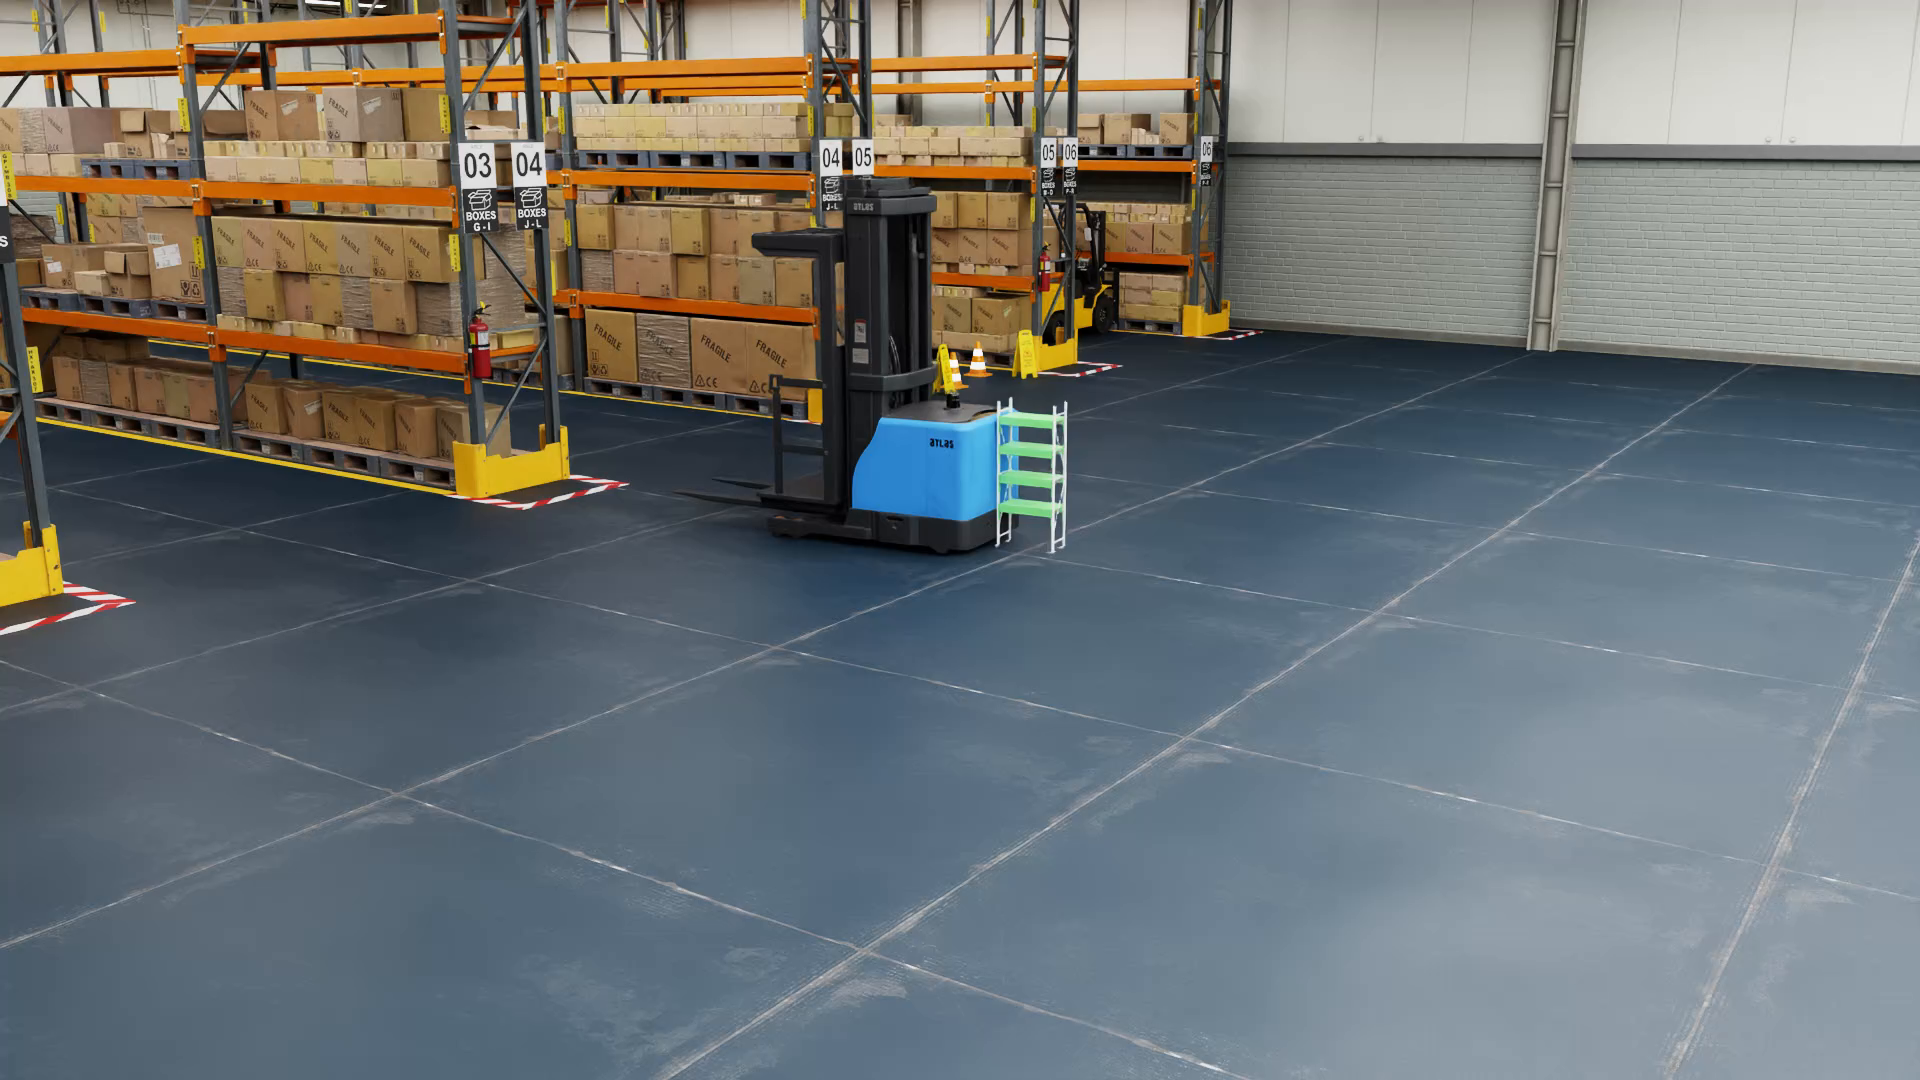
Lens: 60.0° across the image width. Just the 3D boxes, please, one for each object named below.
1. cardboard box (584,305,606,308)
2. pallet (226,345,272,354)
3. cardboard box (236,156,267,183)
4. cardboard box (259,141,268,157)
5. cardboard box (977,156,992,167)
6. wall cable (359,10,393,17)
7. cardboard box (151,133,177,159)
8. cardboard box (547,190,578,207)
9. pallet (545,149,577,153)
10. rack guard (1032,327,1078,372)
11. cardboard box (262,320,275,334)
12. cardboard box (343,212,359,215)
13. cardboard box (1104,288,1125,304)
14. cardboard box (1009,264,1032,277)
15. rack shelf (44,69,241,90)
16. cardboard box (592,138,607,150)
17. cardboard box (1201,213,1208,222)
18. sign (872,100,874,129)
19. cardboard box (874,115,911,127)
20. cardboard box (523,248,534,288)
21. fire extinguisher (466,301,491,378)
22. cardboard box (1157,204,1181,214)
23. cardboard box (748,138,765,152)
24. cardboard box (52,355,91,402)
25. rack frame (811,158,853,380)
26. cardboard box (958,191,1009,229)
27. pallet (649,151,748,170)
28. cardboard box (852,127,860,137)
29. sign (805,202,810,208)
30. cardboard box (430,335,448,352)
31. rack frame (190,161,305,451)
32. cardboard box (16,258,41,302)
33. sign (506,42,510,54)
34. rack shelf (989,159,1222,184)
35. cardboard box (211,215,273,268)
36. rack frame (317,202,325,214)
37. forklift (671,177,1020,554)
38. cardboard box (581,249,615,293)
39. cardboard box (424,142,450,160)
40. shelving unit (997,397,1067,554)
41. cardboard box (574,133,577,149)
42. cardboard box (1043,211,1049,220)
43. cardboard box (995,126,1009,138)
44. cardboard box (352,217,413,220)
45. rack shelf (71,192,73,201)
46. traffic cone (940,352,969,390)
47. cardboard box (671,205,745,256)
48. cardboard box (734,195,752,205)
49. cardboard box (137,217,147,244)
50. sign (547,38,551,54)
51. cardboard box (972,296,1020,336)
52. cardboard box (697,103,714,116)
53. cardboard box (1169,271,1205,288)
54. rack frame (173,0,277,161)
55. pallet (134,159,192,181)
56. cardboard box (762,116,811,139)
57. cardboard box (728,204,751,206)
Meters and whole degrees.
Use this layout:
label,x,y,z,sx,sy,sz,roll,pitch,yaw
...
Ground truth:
label,x,y,z,sx,sy,sz,roll,pitch,yaw
cardboard box,-5.836,-4.296,28.483,0.875,0.875,0.875,9,17,32
pallet,-10.661,-3.092,25.876,1.213,0.211,1.003,9,17,33
cardboard box,-6.849,-3.704,16.613,0.500,0.250,0.500,9,17,32
cardboard box,-6.723,-3.887,16.521,0.250,0.149,0.380,10,17,34
cardboard box,0.450,-5.337,23.420,0.250,0.149,0.380,10,17,34
wall cable,-13.149,-13.701,38.871,0.133,3.039,2.988,9,17,33
cardboard box,-8.357,-4.203,17.722,0.258,0.266,0.396,10,17,35
cardboard box,-6.723,-5.700,28.320,0.500,0.500,0.500,9,17,33
pallet,-6.803,-6.604,28.409,1.213,0.211,1.003,10,17,35
rack guard,1.266,-2.738,23.844,0.348,0.500,1.175,9,17,33
cardboard box,-6.875,-2.195,16.972,0.250,0.149,0.380,9,17,33
cardboard box,-11.274,-5.952,31.416,0.500,0.500,0.500,9,16,32
cardboard box,2.667,-4.181,28.278,0.500,0.250,0.500,9,16,32
cardboard box,0.899,-3.827,23.563,0.250,0.149,0.380,10,17,35
rack shelf,-12.967,-7.380,26.411,4.000,0.370,1.077,9,17,33
cardboard box,-4.341,-4.913,20.625,0.250,0.149,0.380,9,17,33
cardboard box,3.959,-5.392,27.806,0.250,0.149,0.380,9,16,31
sign,-1.035,-4.970,19.430,0.005,0.325,0.100,9,17,33
cardboard box,-1.233,-7.479,30.262,0.500,0.500,0.500,10,17,34
cardboard box,-5.671,-3.610,21.957,0.500,0.500,0.500,9,17,32
fire extinguisher,-4.364,-1.821,15.097,0.183,0.674,0.296,9,17,33
cardboard box,3.459,-5.472,27.510,0.250,0.149,0.380,9,17,33
cardboard box,-2.237,-4.573,19.251,0.250,0.149,0.380,9,17,34
cardboard box,-10.273,-1.953,19.755,0.500,0.500,0.700,8,16,30
rack frame,-1.350,-2.941,19.461,0.127,3.000,1.000,9,17,33
cardboard box,0.367,-4.714,23.716,0.500,0.500,0.700,9,17,33
pallet,-2.988,-4.615,20.165,1.213,0.211,1.003,9,17,33
cardboard box,-1.465,-6.025,24.542,0.250,0.149,0.380,9,16,31
sign,-2.297,-4.929,25.082,0.005,0.325,0.100,9,17,33
cardboard box,-4.761,-1.874,15.675,0.250,0.149,0.380,9,17,33
rack frame,-7.521,-2.502,17.688,0.127,3.000,1.000,9,17,33
cardboard box,-11.388,-3.104,19.910,0.500,0.500,0.500,10,17,35
sign,-9.484,-10.373,34.891,0.005,0.325,0.100,9,17,33
rack shelf,2.436,-6.307,28.312,4.000,0.370,1.077,9,17,33
cardboard box,-7.290,-3.069,17.071,0.500,0.500,0.500,9,17,33
rack frame,-11.948,-6.087,32.171,0.127,3.000,1.000,9,17,33
forklift,-1.049,-1.539,13.942,3.031,2.935,1.130,7,16,26
cardboard box,-4.356,-3.503,21.420,0.550,0.550,0.875,9,17,33
cardboard box,-4.607,-3.517,15.029,0.250,0.149,0.380,9,17,33
shelving unit,0.578,-0.524,13.444,0.503,1.200,0.258,7,16,26
cardboard box,-5.031,-5.251,21.749,0.396,0.266,0.258,9,16,32
cardboard box,1.505,-5.625,28.744,0.250,0.149,0.380,10,17,34
cardboard box,0.691,-5.691,23.193,0.250,0.149,0.380,10,17,34
cardboard box,-5.751,-2.973,16.682,0.500,0.500,0.500,9,17,33
rack shelf,-12.500,-4.413,20.664,4.000,0.370,1.077,9,17,33
traffic cone,-0.085,-2.244,21.923,0.334,0.463,0.336,9,17,33
cardboard box,-3.045,-3.798,20.364,0.500,0.550,0.875,9,17,33
cardboard box,-3.319,-5.328,26.054,0.250,0.149,0.380,8,16,30
cardboard box,-12.709,-4.888,26.501,0.500,0.500,0.500,9,17,33
sign,-8.854,-10.628,35.755,0.005,0.325,0.100,9,17,33
cardboard box,0.518,-3.230,23.917,0.500,0.500,0.500,9,17,33
cardboard box,-2.874,-5.063,19.571,0.250,0.149,0.380,9,16,32
cardboard box,3.803,-4.388,28.075,0.500,0.250,0.500,9,16,32
rack frame,-7.521,-5.414,16.967,0.127,3.000,1.000,9,17,33
pallet,-7.974,-3.971,17.770,1.003,0.211,1.213,9,17,33
cardboard box,-1.912,-4.731,19.060,0.500,0.250,0.500,9,17,34
cardboard box,-3.339,-5.027,26.189,0.500,0.500,0.500,10,17,35
